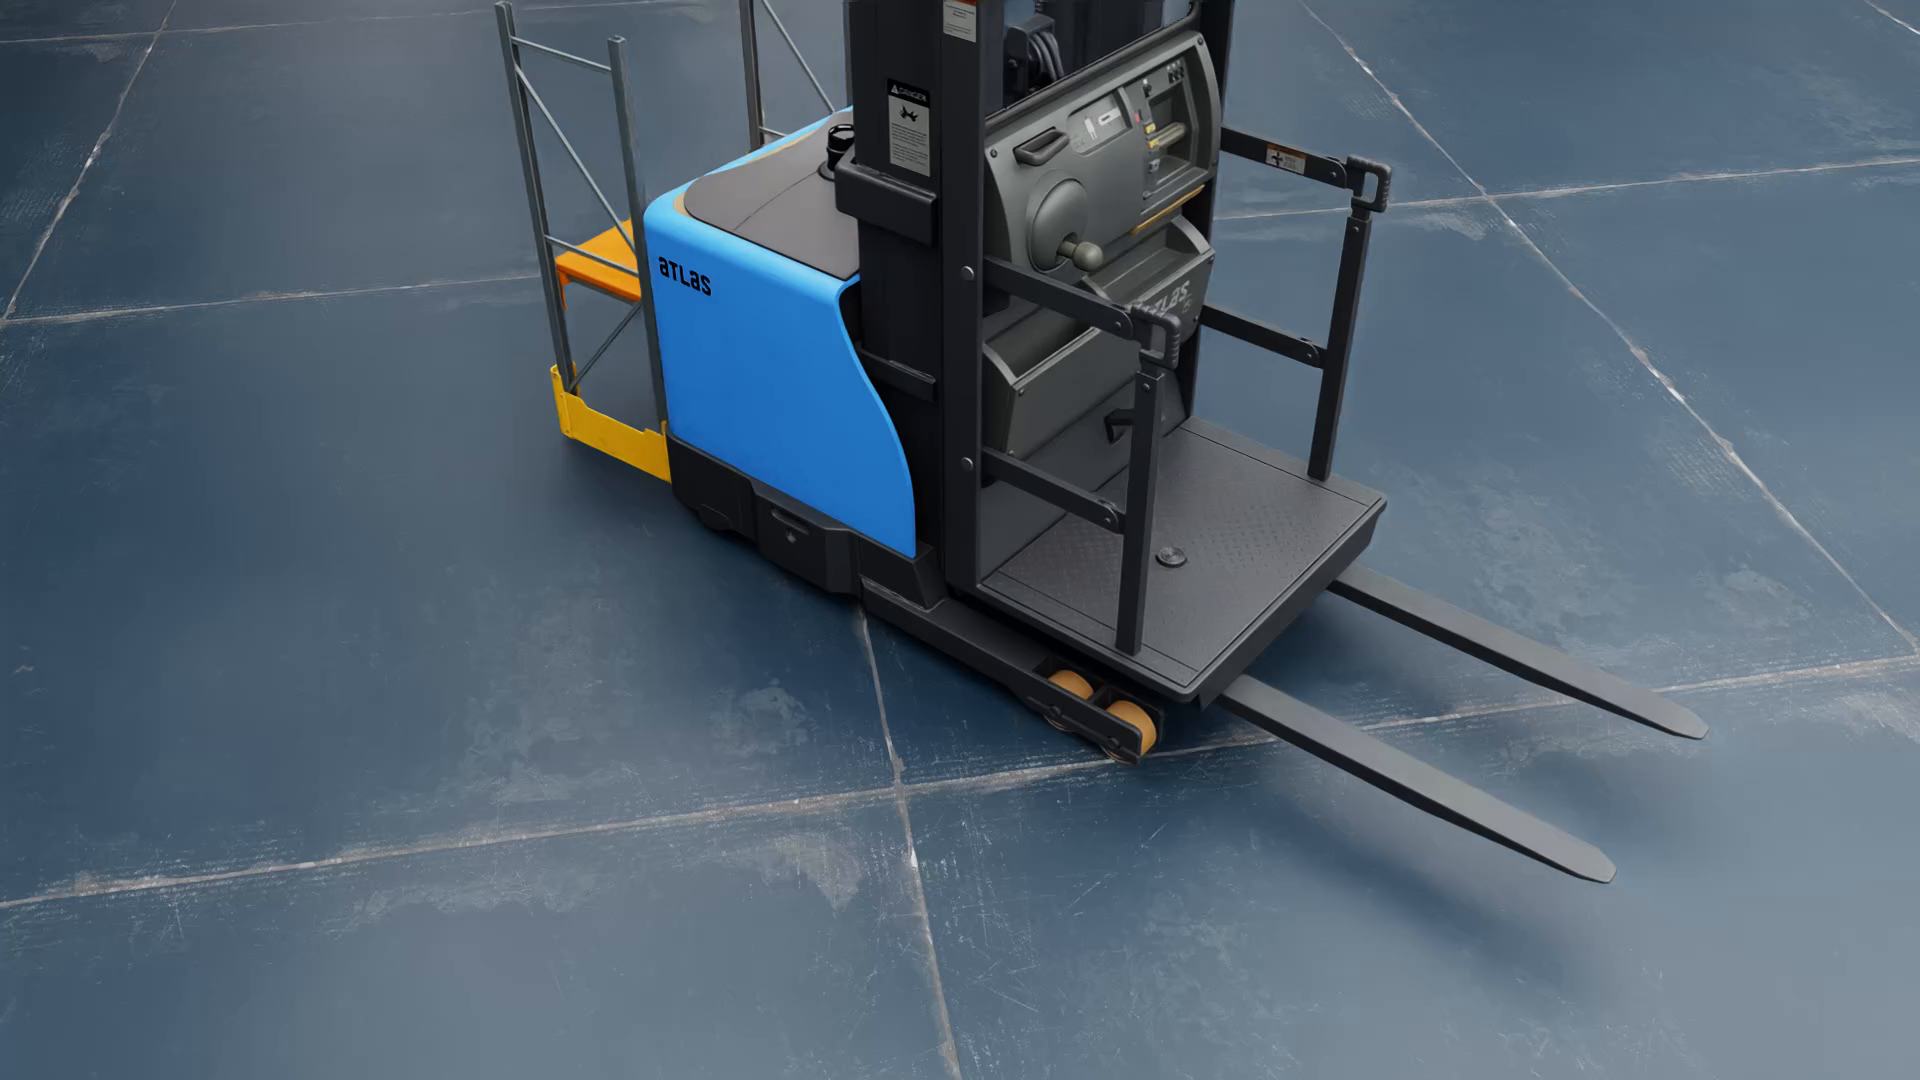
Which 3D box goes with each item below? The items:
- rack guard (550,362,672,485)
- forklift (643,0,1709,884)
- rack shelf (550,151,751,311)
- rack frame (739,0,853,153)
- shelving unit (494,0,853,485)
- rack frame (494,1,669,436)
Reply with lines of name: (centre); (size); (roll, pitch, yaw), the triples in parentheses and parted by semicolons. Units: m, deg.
rack guard: (-1.121, -0.388, 5.546); (0.587, 0.250, 0.087); (24, 44, 28)
forklift: (0.539, -0.927, 4.055); (3.031, 2.935, 1.130); (26, 45, 30)
rack shelf: (-0.835, -0.983, 5.586); (0.538, 0.185, 1.000); (24, 44, 28)
rack frame: (-0.537, -1.378, 5.801); (0.500, 1.500, 0.032); (24, 44, 28)
shelving unit: (-0.830, -1.130, 5.481); (0.587, 1.500, 1.083); (24, 44, 28)
rack frame: (-1.132, -0.872, 5.150); (0.500, 1.500, 0.032); (24, 44, 28)
